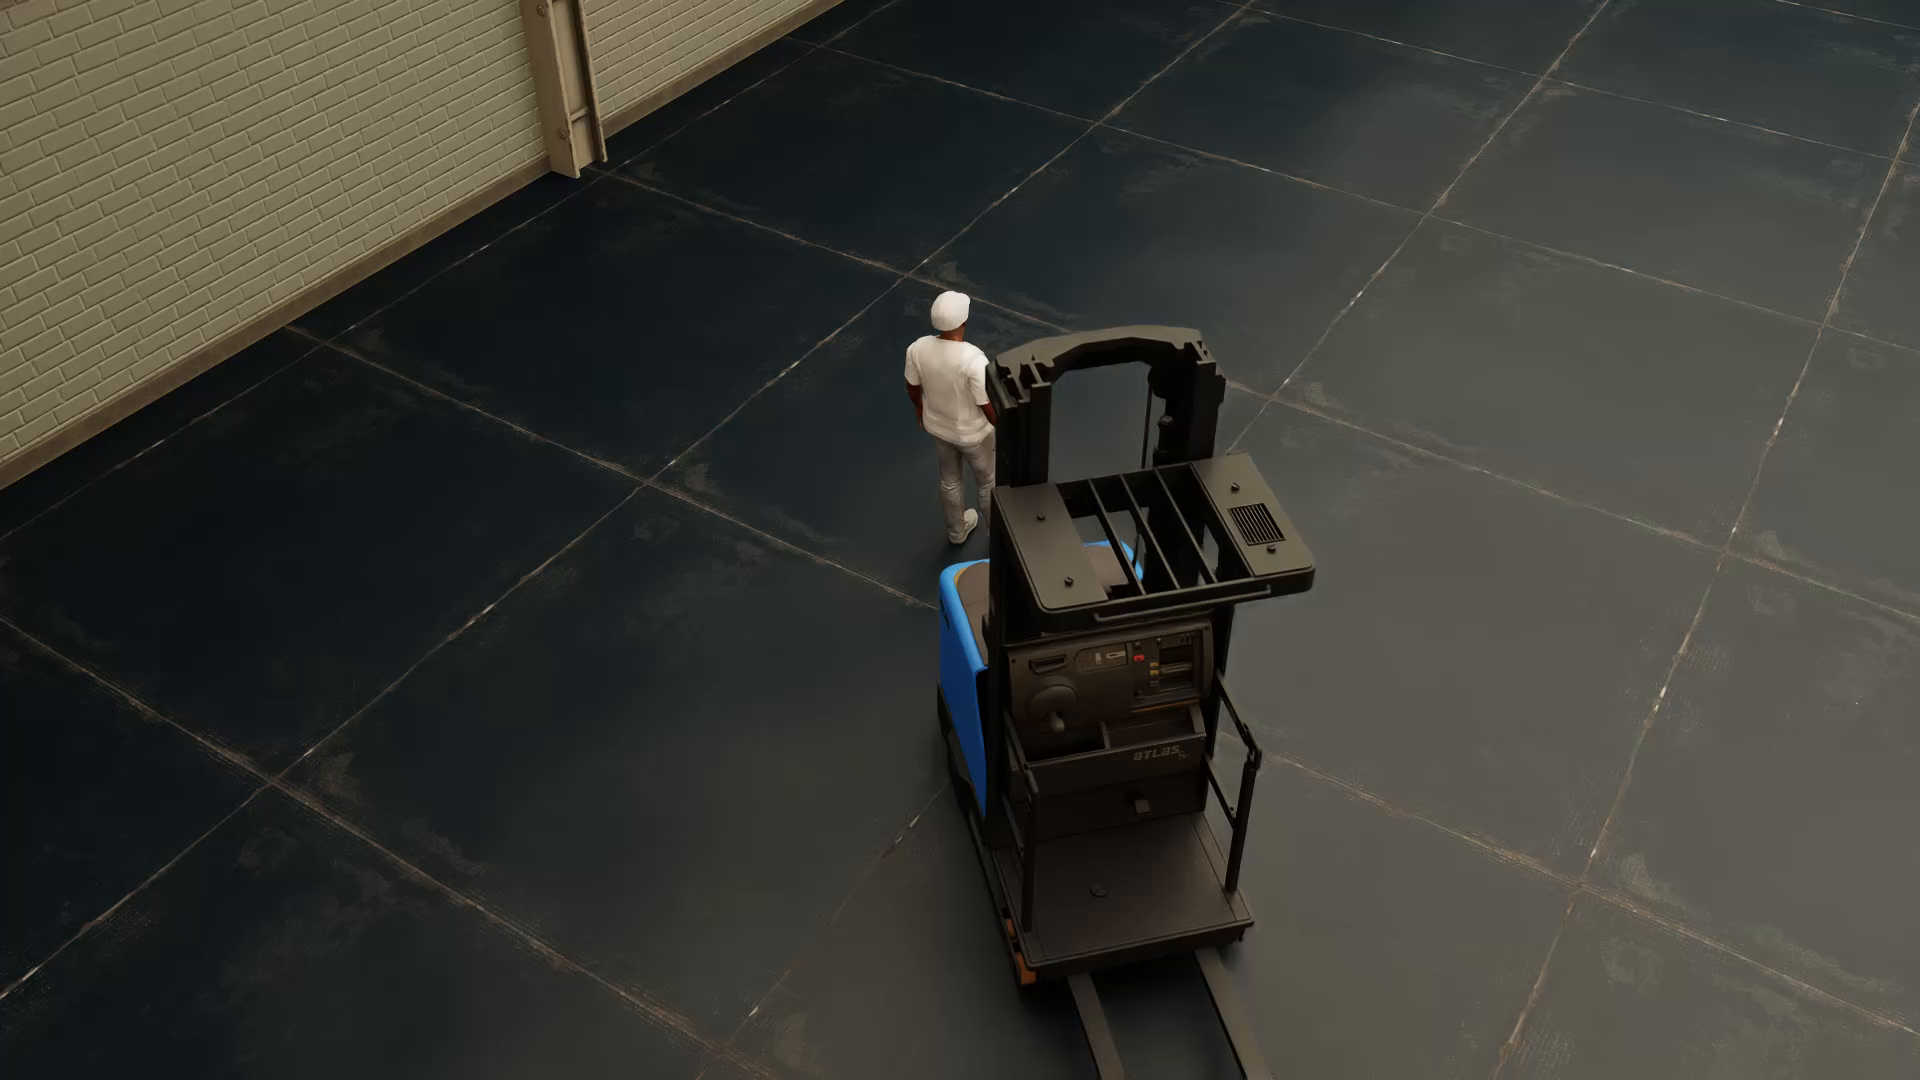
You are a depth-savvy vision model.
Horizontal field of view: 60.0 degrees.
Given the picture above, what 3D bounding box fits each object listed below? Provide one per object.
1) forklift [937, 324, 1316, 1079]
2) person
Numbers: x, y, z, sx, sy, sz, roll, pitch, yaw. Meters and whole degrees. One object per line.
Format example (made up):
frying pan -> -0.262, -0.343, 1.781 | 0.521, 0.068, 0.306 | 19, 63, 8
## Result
forklift -> 0.720, 0.684, 7.160 | 1.130, 2.935, 3.031 | -9, 41, -10
person -> 0.043, -0.715, 9.701 | 0.665, 1.766, 0.576 | 22, 45, 24
